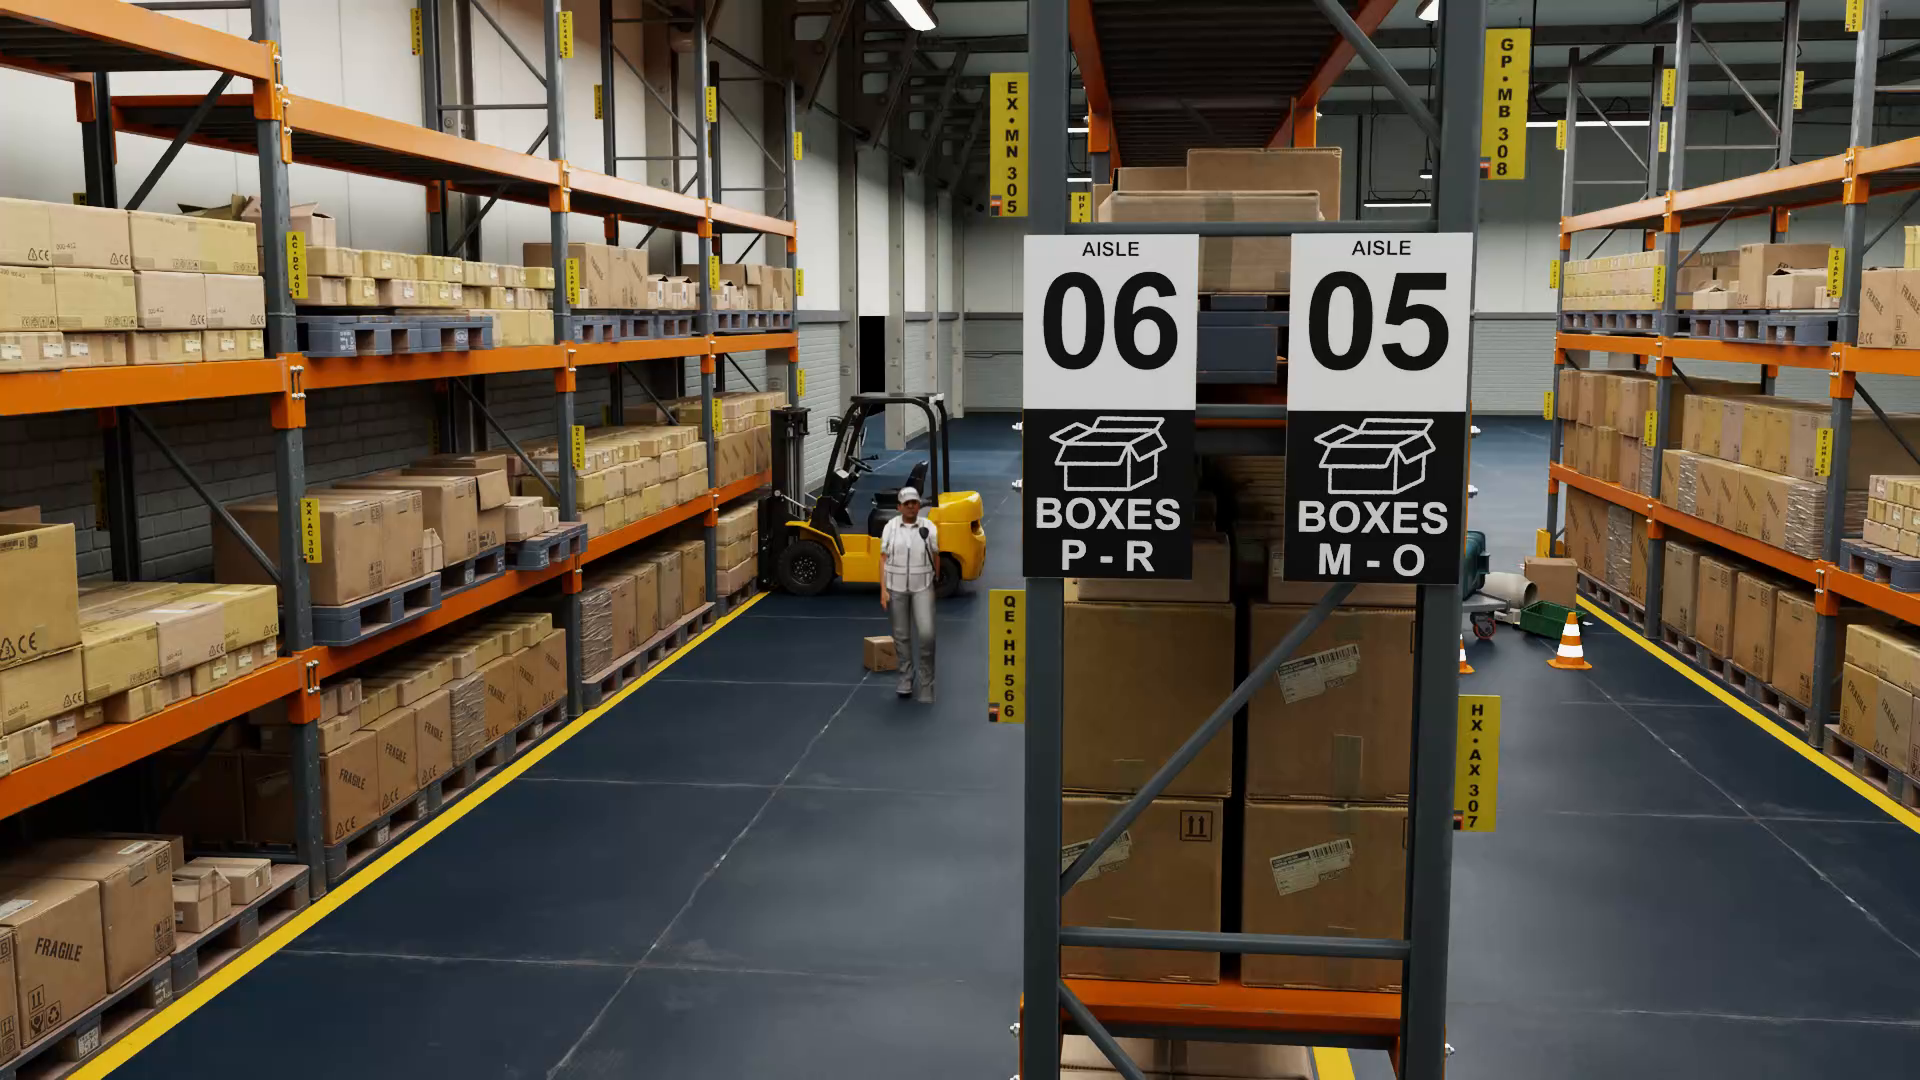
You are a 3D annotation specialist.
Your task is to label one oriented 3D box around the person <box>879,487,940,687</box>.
[{"bbox_3d":[-0.403,0.373,13.103,0.476,1.582,0.485,0,8,3],"label":"person"}]
